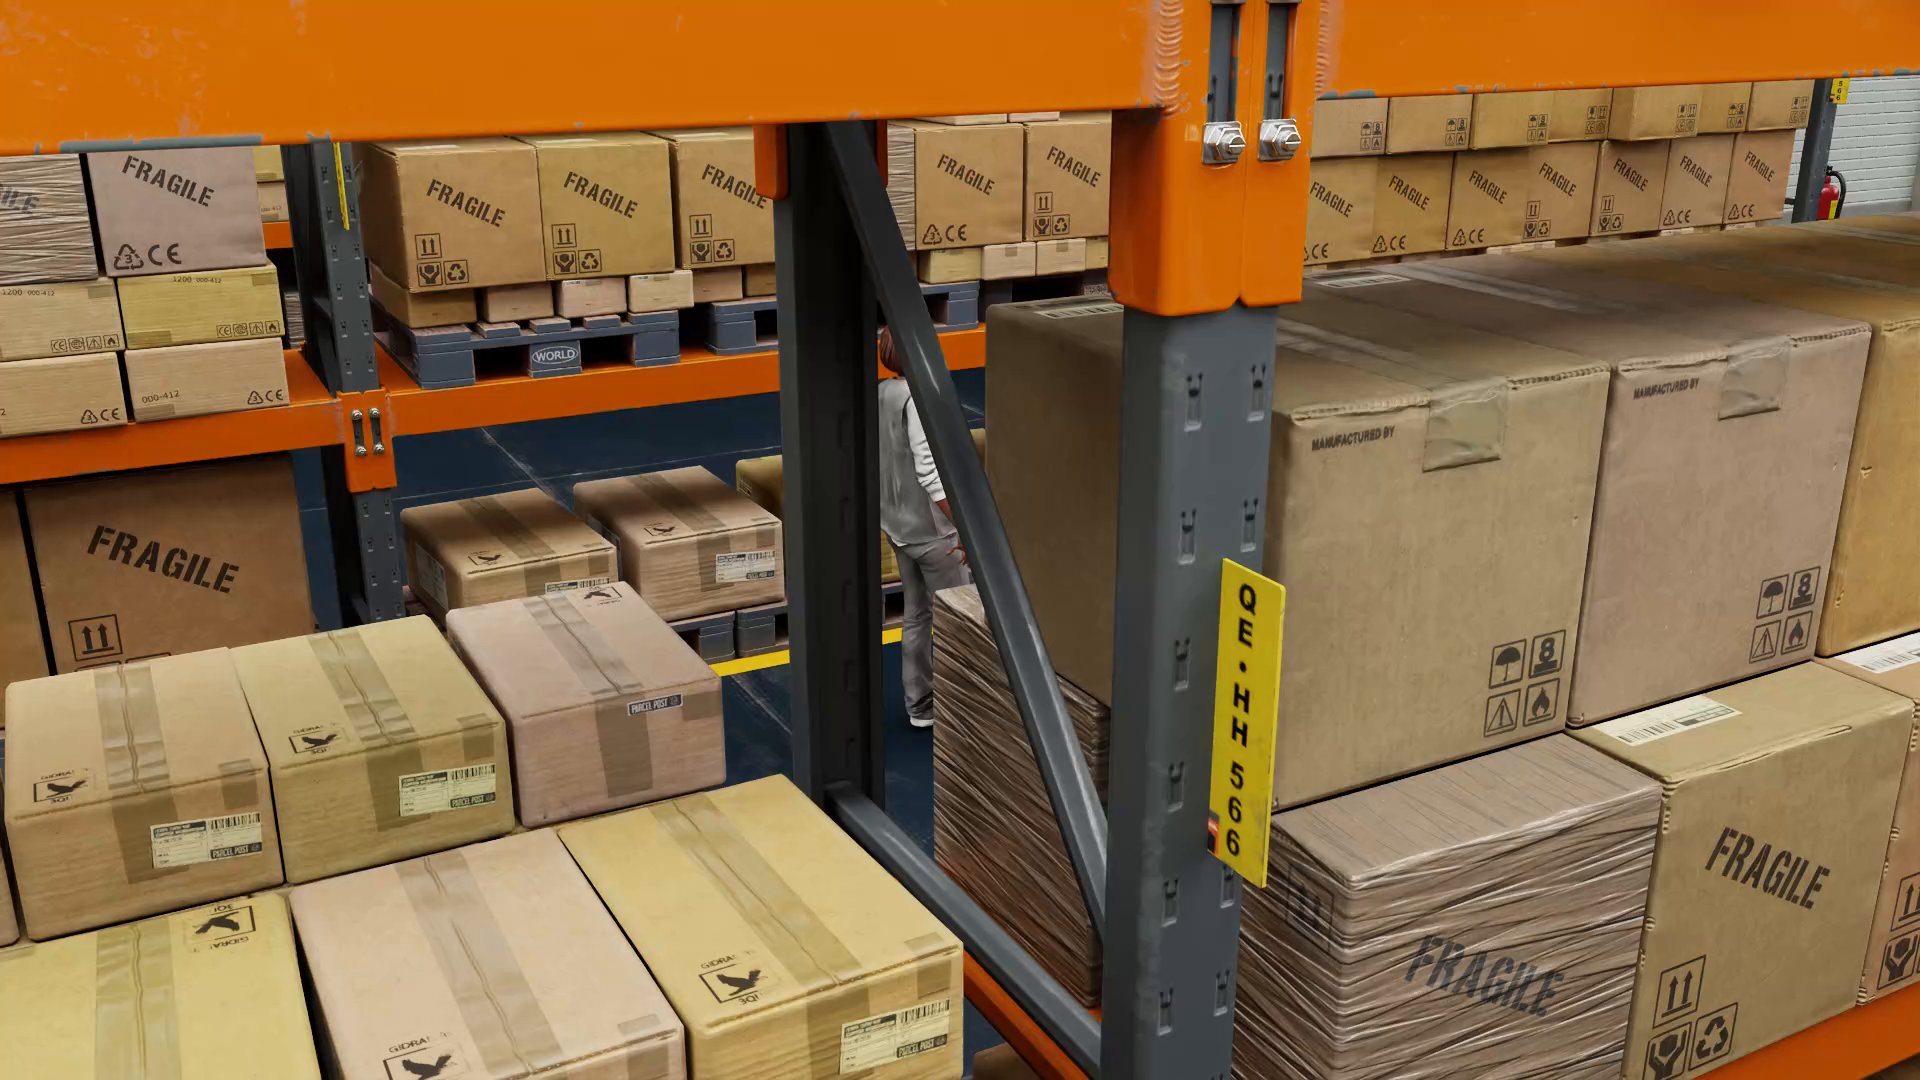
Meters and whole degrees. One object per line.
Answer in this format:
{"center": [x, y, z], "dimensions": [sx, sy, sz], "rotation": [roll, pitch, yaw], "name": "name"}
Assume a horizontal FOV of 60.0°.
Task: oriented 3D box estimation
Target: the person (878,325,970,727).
{"center": [-0.065, -0.036, 6.196], "dimensions": [0.474, 1.571, 0.519], "rotation": [-10, 21, -27], "name": "person"}
